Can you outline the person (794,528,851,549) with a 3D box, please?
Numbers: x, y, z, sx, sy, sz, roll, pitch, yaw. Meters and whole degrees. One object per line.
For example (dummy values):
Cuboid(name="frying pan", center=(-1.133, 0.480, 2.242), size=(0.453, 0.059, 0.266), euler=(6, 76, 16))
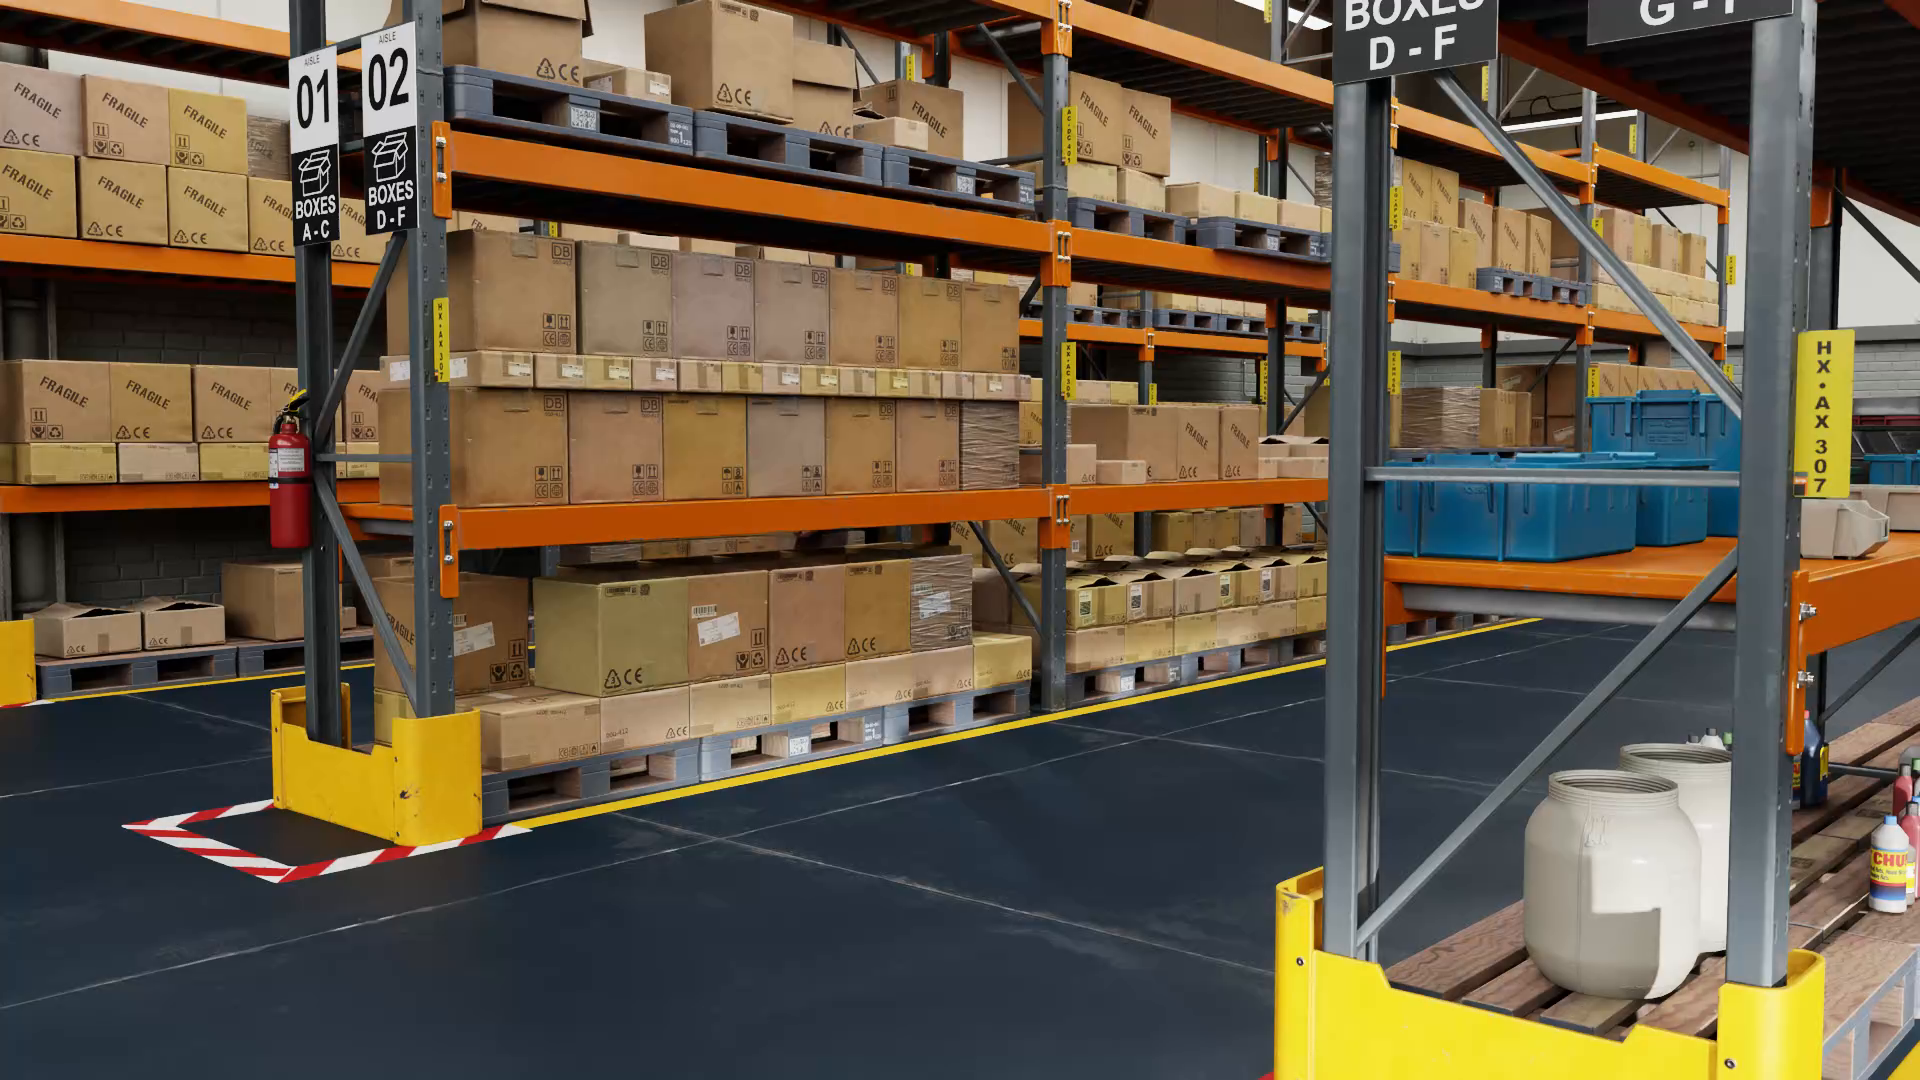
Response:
Cuboid(name="person", center=(-1.067, -0.007, 12.116), size=(0.494, 1.711, 0.551), euler=(3, 5, 41))
